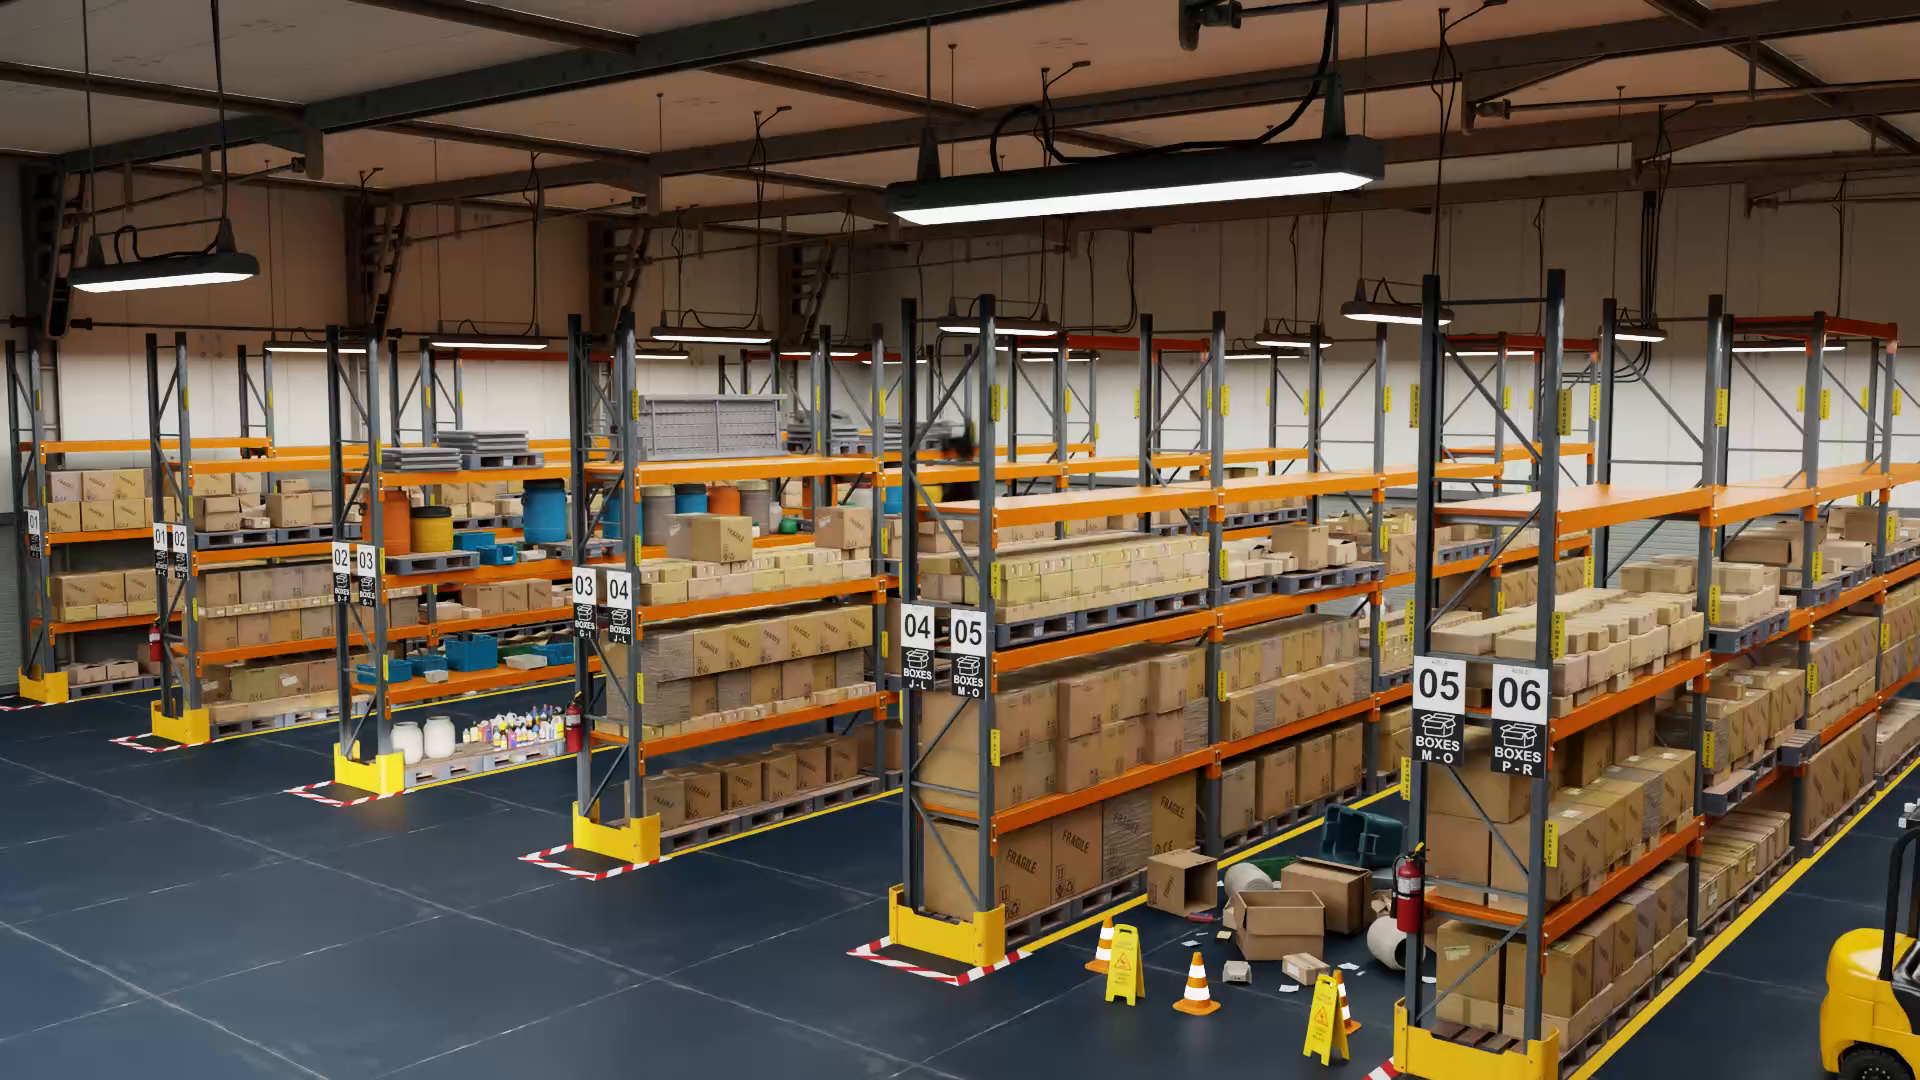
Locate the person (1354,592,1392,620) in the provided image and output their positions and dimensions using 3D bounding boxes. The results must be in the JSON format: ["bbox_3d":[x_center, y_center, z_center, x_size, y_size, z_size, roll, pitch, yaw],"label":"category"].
[{"bbox_3d":[7.418,1.597,29.806,0.697,1.733,0.669,1,5,8],"label":"person"}]

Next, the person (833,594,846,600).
[{"bbox_3d":[-2.457,1.435,32.412,0.618,1.619,0.848,3,6,28],"label":"person"}]
